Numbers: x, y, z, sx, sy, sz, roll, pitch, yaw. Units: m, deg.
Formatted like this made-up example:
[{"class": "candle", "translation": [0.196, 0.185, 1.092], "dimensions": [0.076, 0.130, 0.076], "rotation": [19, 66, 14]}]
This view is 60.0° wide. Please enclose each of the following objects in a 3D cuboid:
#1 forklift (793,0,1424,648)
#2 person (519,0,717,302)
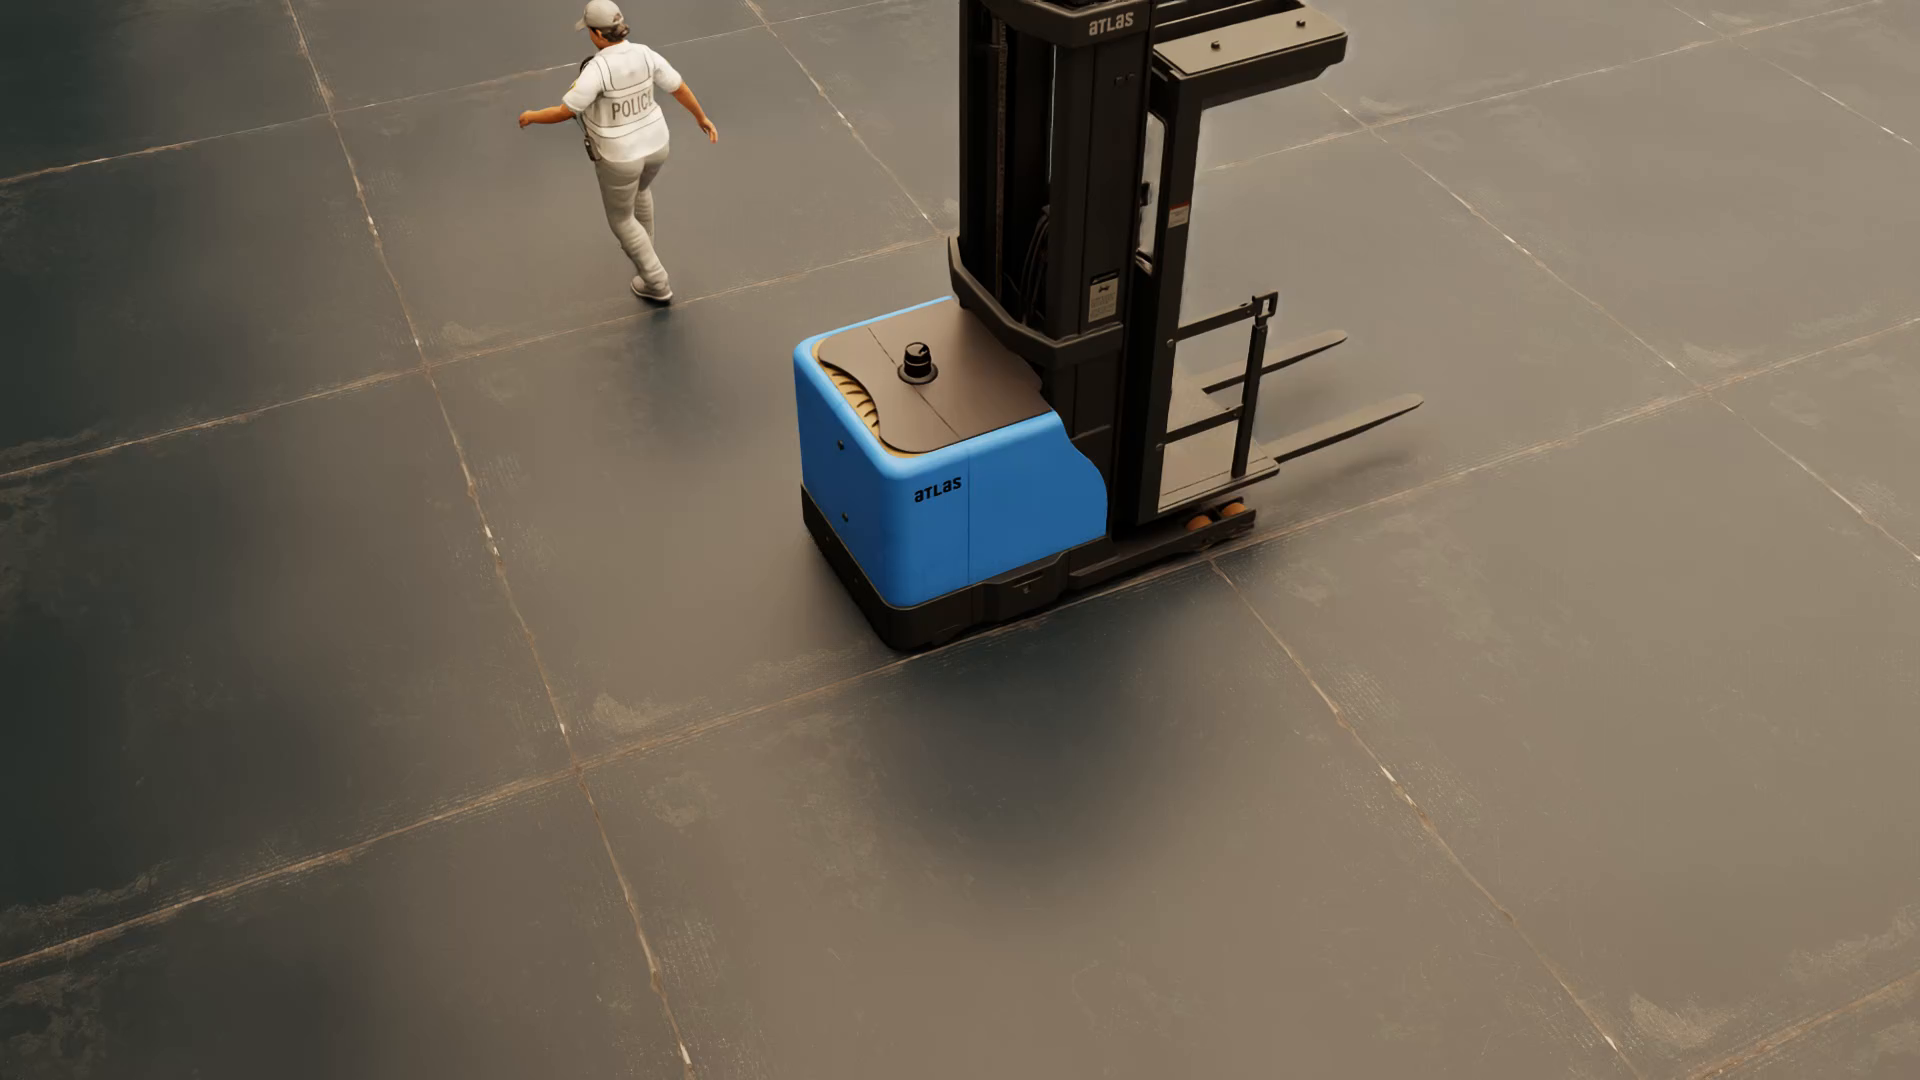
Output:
[{"class": "forklift", "translation": [0.810, -1.320, 7.095], "dimensions": [3.031, 2.935, 1.130], "rotation": [-20, 47, -20]}, {"class": "person", "translation": [-1.780, -2.122, 8.919], "dimensions": [0.731, 1.643, 0.894], "rotation": [34, 52, 31]}]
